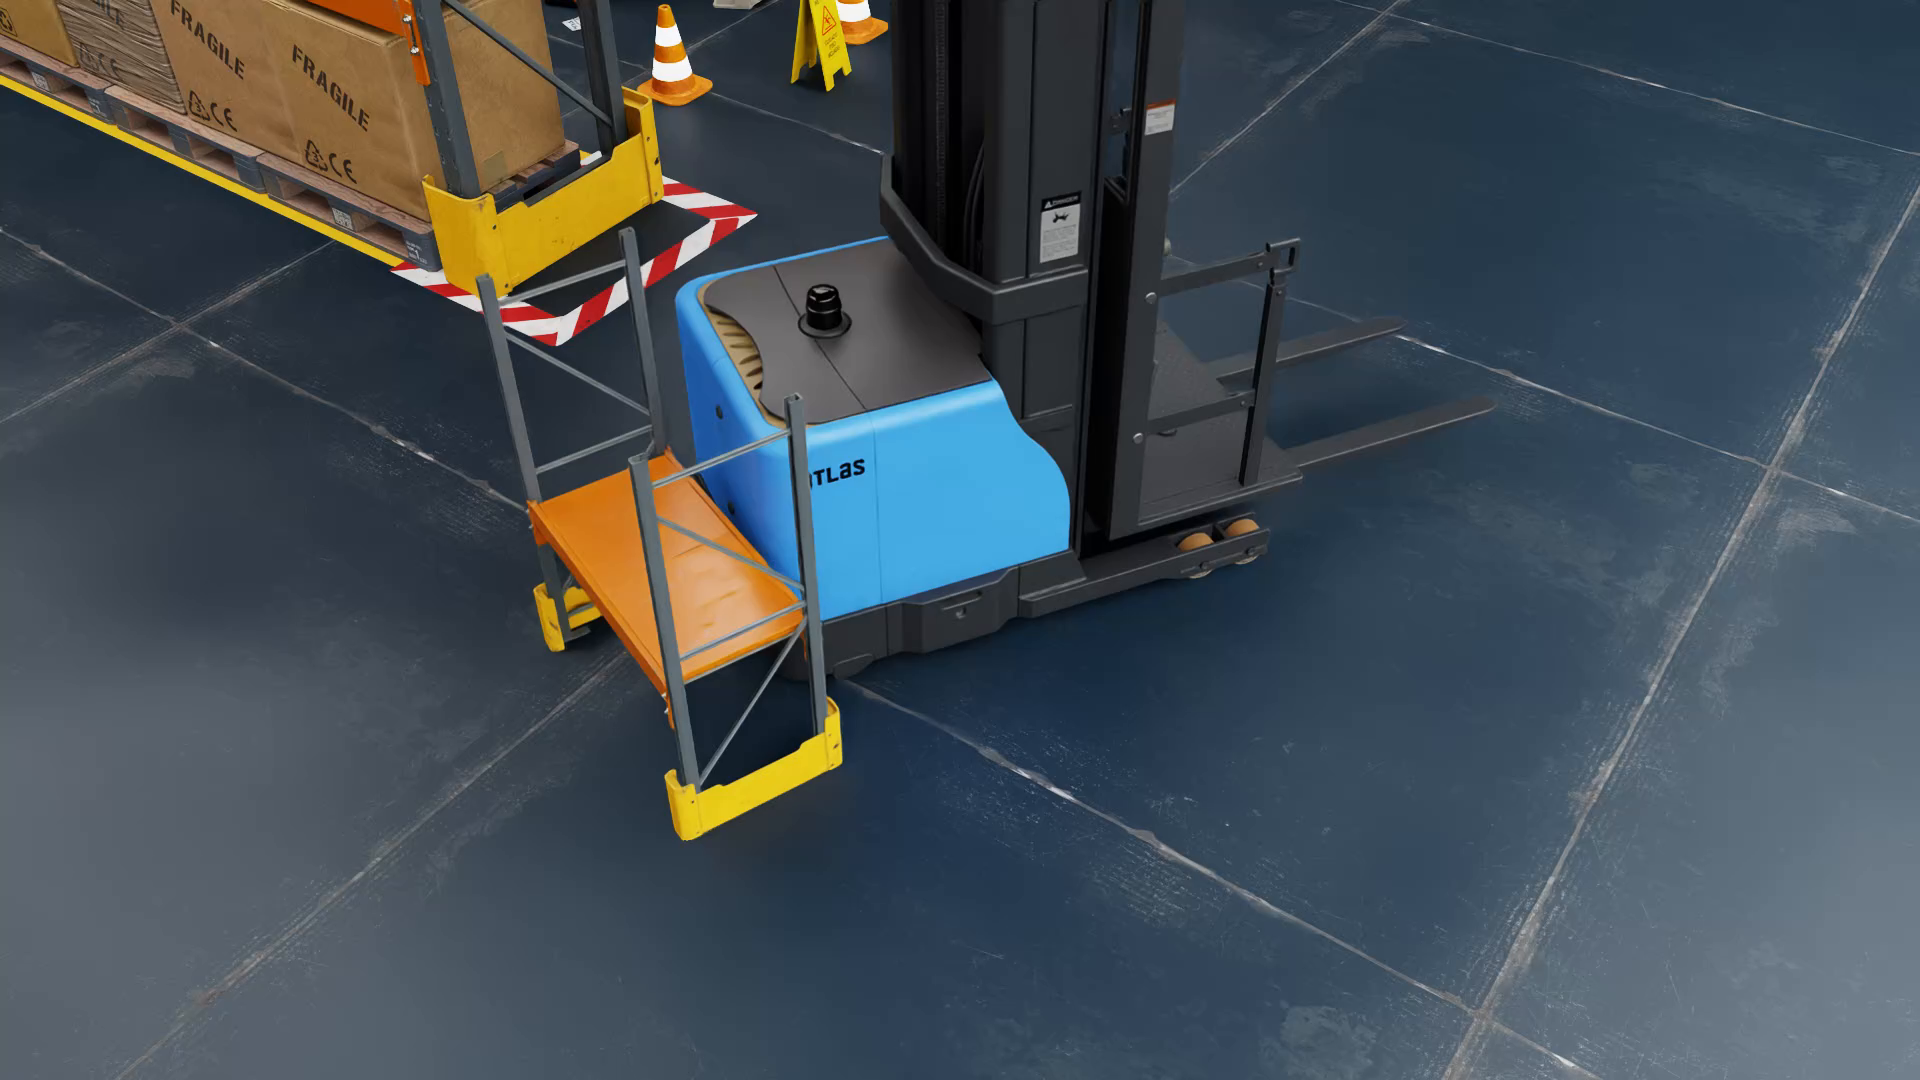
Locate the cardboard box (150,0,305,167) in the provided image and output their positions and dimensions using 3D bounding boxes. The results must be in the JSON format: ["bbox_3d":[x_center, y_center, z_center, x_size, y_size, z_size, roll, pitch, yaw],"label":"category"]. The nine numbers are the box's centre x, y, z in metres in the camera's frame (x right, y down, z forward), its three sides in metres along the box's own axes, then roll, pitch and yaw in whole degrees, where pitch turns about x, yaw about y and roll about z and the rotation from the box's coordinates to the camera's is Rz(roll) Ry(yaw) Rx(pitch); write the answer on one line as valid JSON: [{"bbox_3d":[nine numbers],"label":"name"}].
[{"bbox_3d":[-3.232,-2.497,8.069,0.875,0.875,0.875,24,47,25],"label":"cardboard box"}]

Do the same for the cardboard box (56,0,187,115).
[{"bbox_3d":[-3.977,-2.847,8.460,0.875,0.875,0.875,25,48,26],"label":"cardboard box"}]

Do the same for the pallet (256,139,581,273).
[{"bbox_3d":[-2.617,-1.797,8.100,1.213,0.211,1.003,25,48,25],"label":"pallet"}]

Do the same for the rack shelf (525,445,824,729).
[{"bbox_3d":[-0.916,0.120,5.261,0.538,0.185,1.000,-24,47,-25],"label":"rack shelf"}]

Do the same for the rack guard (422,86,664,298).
[{"bbox_3d":[-1.897,-1.632,7.699,0.348,0.500,1.175,25,48,25],"label":"rack guard"}]

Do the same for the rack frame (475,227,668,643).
[{"bbox_3d":[-1.202,-0.295,5.454,0.500,1.500,0.032,-24,47,-25],"label":"rack frame"}]

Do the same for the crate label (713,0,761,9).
[{"bbox_3d":[-1.289,-3.238,9.766,0.298,0.136,0.250,3,42,4],"label":"crate label"}]

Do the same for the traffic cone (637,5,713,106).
[{"bbox_3d":[-1.537,-2.606,8.815,0.334,0.463,0.336,25,48,25],"label":"traffic cone"}]

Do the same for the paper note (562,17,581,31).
[{"bbox_3d":[-2.192,-2.977,9.555,0.144,0.017,0.142,-25,48,-25],"label":"paper note"}]

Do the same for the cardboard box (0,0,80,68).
[{"bbox_3d":[-4.717,-3.190,8.844,0.875,0.875,0.875,26,48,26],"label":"cardboard box"}]

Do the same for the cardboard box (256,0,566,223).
[{"bbox_3d":[-2.510,-2.161,7.694,0.875,0.875,0.875,25,48,26],"label":"cardboard box"}]

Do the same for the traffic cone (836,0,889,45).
[{"bbox_3d":[-0.609,-3.092,9.359,0.334,0.463,0.336,25,48,25],"label":"traffic cone"}]

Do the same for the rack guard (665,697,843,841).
[{"bbox_3d":[-0.642,0.721,5.256,0.587,0.250,0.087,-24,47,-25],"label":"rack guard"}]

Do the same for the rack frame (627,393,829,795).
[{"bbox_3d":[-0.631,0.267,4.827,0.500,1.500,0.032,-24,47,-25],"label":"rack frame"}]

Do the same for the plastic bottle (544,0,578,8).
[{"bbox_3d":[-2.350,-3.196,9.776,0.283,0.061,0.133,10,43,11],"label":"plastic bottle"}]

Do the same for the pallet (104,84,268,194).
[{"bbox_3d":[-3.611,-2.264,8.622,1.213,0.211,1.003,25,48,25],"label":"pallet"}]

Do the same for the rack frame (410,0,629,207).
[{"bbox_3d":[-1.917,-2.573,6.875,0.127,3.000,1.000,25,48,25],"label":"rack frame"}]

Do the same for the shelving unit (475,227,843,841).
[{"bbox_3d":[-0.922,-0.019,5.146,0.587,1.500,1.083,-24,47,-25],"label":"shelving unit"}]

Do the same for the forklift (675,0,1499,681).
[{"bbox_3d":[0.588,-1.261,5.461,3.031,2.935,1.130,-16,44,-17],"label":"forklift"}]

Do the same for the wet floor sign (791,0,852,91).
[{"bbox_3d":[-0.757,-2.765,8.856,0.232,0.644,0.267,17,45,18],"label":"wet floor sign"}]

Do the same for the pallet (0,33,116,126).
[{"bbox_3d":[-4.614,-2.731,9.144,1.213,0.211,1.003,25,48,25],"label":"pallet"}]

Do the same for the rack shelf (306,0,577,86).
[{"bbox_3d":[-3.555,-3.070,7.971,4.000,0.370,1.077,25,48,25],"label":"rack shelf"}]

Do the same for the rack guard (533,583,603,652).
[{"bbox_3d":[-1.200,0.172,5.870,0.587,0.250,0.087,-24,47,-25],"label":"rack guard"}]
